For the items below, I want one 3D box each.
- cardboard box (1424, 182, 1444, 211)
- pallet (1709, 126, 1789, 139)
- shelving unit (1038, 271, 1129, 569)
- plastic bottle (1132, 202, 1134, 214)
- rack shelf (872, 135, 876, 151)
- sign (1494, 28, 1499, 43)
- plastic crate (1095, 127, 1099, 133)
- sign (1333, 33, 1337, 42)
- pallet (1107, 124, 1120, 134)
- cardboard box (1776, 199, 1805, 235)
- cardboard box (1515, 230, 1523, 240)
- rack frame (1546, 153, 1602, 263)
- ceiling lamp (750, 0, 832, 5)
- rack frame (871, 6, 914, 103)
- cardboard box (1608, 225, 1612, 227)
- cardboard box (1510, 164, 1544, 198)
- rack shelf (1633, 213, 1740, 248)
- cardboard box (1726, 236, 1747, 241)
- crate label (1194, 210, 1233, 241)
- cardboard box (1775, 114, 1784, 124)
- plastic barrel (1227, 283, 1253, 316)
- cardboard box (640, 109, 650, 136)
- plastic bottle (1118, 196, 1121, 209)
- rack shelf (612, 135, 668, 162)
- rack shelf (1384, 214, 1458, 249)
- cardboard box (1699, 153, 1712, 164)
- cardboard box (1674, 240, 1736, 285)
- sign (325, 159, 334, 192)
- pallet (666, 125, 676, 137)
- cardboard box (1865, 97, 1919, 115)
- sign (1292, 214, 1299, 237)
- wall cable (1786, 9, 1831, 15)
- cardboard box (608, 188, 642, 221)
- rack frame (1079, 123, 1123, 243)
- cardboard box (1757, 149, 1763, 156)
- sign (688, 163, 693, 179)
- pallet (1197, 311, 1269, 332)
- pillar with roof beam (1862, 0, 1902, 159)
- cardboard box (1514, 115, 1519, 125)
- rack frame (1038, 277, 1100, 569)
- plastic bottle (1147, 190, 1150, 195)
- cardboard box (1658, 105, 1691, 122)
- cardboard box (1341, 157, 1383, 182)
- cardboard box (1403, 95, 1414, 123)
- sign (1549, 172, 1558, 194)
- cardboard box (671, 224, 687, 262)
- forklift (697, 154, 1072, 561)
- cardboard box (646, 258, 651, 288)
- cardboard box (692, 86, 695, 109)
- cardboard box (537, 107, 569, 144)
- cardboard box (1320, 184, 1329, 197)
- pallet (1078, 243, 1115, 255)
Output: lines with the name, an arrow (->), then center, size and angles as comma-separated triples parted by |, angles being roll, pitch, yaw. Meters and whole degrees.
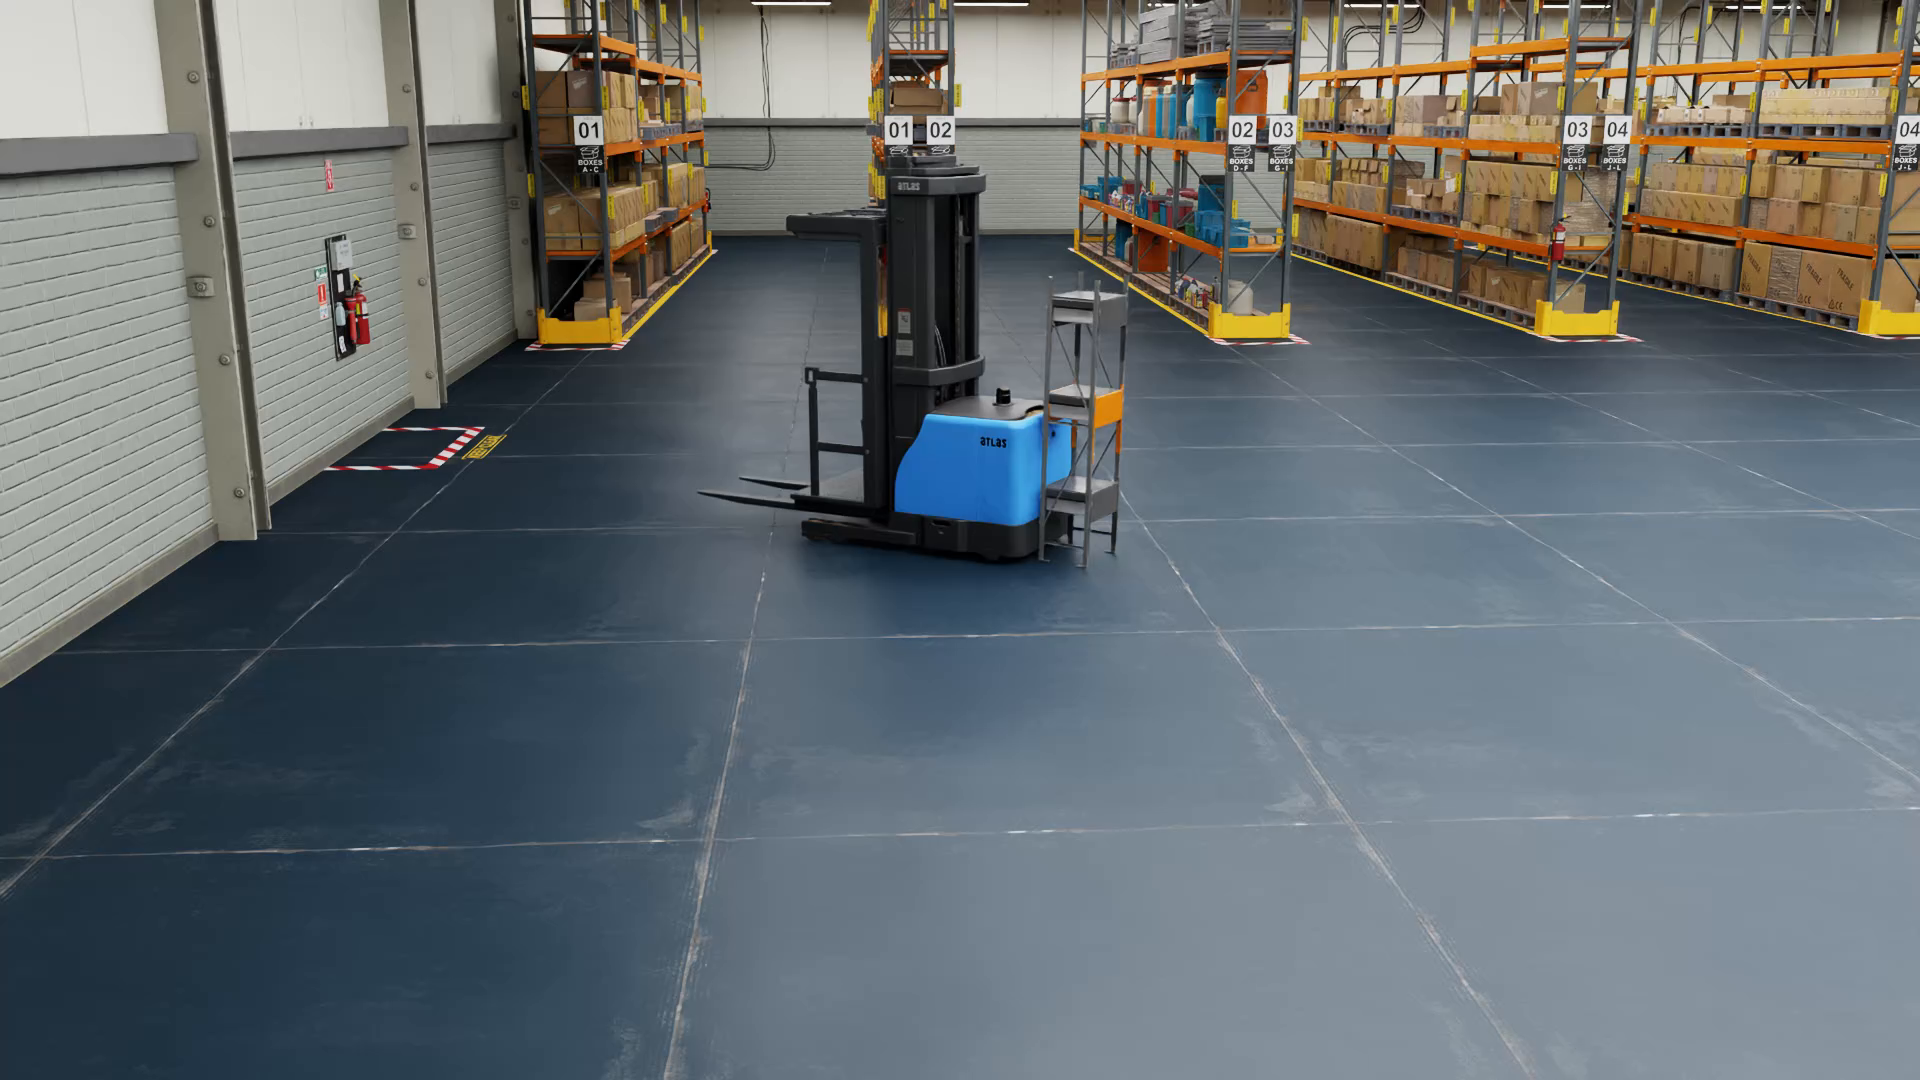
cardboard box -> 8.857, -6.231, 30.173 | 0.797, 0.503, 0.637 | 1, 14, 2
pallet -> 13.907, -7.186, 29.301 | 0.805, 0.209, 1.217 | -1, 15, -6
shelving unit -> 0.906, -0.887, 12.237 | 0.431, 2.100, 0.503 | 10, 17, 29
plastic bottle -> 3.414, -6.503, 32.517 | 0.061, 0.283, 0.133 | -1, 14, -3
rack shelf -> -1.203, -7.992, 33.492 | 1.077, 0.370, 4.000 | -1, 14, -3
sign -> 12.728, -11.971, 39.461 | 0.100, 0.325, 0.005 | -1, 14, -3
plastic crate -> 3.159, -9.096, 36.869 | 0.293, 0.136, 0.466 | -1, 14, -3
sign -> 8.856, -11.933, 39.312 | 0.100, 0.325, 0.005 | -1, 14, -3
pallet -> 3.764, -8.628, 34.901 | 1.213, 0.211, 1.003 | -1, 14, -3
cardboard box -> 14.021, -5.307, 27.334 | 0.875, 0.550, 0.550 | -1, 14, -3
cardboard box -> 8.987, -4.809, 26.203 | 0.380, 0.149, 0.250 | -1, 14, -3
rack frame -> 13.518, -7.589, 36.500 | 1.000, 3.000, 0.127 | -1, 14, -3
ceiling lamp -> -4.164, -14.741, 40.546 | 2.000, 3.185, 0.800 | -1, 14, -3
rack frame -> -1.575, -11.285, 38.829 | 1.000, 3.000, 0.127 | -1, 14, -3
cardboard box -> 13.403, -6.368, 34.425 | 0.500, 0.250, 0.500 | -1, 14, -2
cardboard box -> 8.958, -5.611, 26.010 | 0.500, 0.500, 0.500 | -1, 14, -3
rack shelf -> 13.889, -5.748, 30.790 | 1.077, 0.370, 4.000 | -1, 14, -3
cardboard box -> 18.464, -7.033, 38.641 | 0.875, 0.438, 0.875 | -1, 14, -5
crate label -> 3.977, -4.947, 26.163 | 0.502, 0.435, 0.616 | -1, 14, -3
cardboard box -> 13.728, -6.960, 27.497 | 0.380, 0.149, 0.250 | -1, 14, -4
plastic barrel -> 4.244, -3.637, 25.293 | 0.421, 0.512, 0.421 | 0, 14, 0
cardboard box -> -6.035, -7.501, 29.895 | 0.797, 0.503, 0.637 | 1, 14, 4
plastic bottle -> 3.317, -6.960, 34.316 | 0.097, 0.271, 0.097 | 0, 14, 0
rack shelf -> -5.899, -6.920, 29.325 | 1.077, 0.370, 4.000 | -1, 14, -3
rack shelf -> 8.933, -5.697, 30.591 | 1.077, 0.370, 4.000 | -1, 14, -3
cardboard box -> 17.988, -8.965, 39.644 | 0.500, 0.500, 0.500 | -1, 14, -5
cardboard box -> 13.829, -5.106, 30.523 | 1.050, 0.750, 0.750 | -1, 14, -3
sign -> -6.046, -3.496, 15.941 | 0.001, 0.298, 0.199 | -1, 14, -3
pallet -> -6.116, -7.833, 31.811 | 1.213, 0.211, 1.003 | 0, 14, -1
cardboard box -> 13.952, -6.497, 24.901 | 0.500, 0.250, 0.500 | -1, 14, -3
sign -> 4.910, -4.618, 24.398 | 0.100, 0.325, 0.005 | -1, 14, -3
wall cable -> 24.086, -15.785, 45.155 | 2.988, 3.039, 0.133 | -1, 14, -3
cardboard box -> -5.400, -5.382, 26.678 | 0.500, 0.500, 0.500 | -1, 14, -4
rack frame -> 3.370, -8.455, 39.870 | 1.000, 3.000, 0.127 | -1, 14, -3
cardboard box -> 18.201, -8.738, 37.459 | 0.380, 0.149, 0.250 | -1, 14, -3
sign -> -5.730, -7.841, 35.316 | 0.100, 0.325, 0.005 | -1, 14, -3
pallet -> 4.264, -3.346, 25.608 | 1.003, 0.211, 1.213 | -1, 14, -3
pillar with roof beam -> 19.594, -12.286, 42.717 | 9.100, 9.000, 0.548 | -1, 14, -3
cardboard box -> 8.932, -6.583, 26.072 | 0.380, 0.149, 0.250 | -2, 15, -6
rack frame -> 0.784, -0.834, 12.032 | 0.400, 2.100, 0.015 | 10, 17, 29
plastic bottle -> 4.001, -7.213, 35.141 | 0.144, 0.351, 0.185 | -1, 14, -3
cardboard box -> 13.591, -8.072, 31.494 | 0.500, 0.311, 0.500 | -1, 14, -3
cardboard box -> 8.609, -7.913, 35.546 | 0.797, 0.503, 0.637 | -1, 14, -5
cardboard box -> 8.609, -8.039, 31.025 | 0.500, 0.500, 0.500 | -1, 14, -3
sign -> 8.749, -5.263, 24.504 | 0.100, 0.325, 0.005 | -1, 14, -3
cardboard box -> -6.043, -6.089, 34.145 | 0.750, 0.750, 0.750 | 0, 14, -2
forklift -> -0.667, -1.500, 12.975 | 3.031, 2.935, 1.130 | 7, 16, 26
cardboard box -> -5.911, -4.759, 29.635 | 0.700, 0.500, 0.500 | -1, 14, -3
cardboard box -> -6.109, -9.735, 36.575 | 0.500, 0.500, 0.500 | -1, 14, -3
cardboard box -> -5.806, -5.934, 23.809 | 0.500, 0.500, 0.500 | 0, 14, 1
cardboard box -> 8.272, -7.714, 36.693 | 0.500, 0.250, 0.500 | -1, 14, -4
pallet -> 3.382, -6.899, 39.418 | 1.003, 0.211, 1.213 | -1, 14, -3
